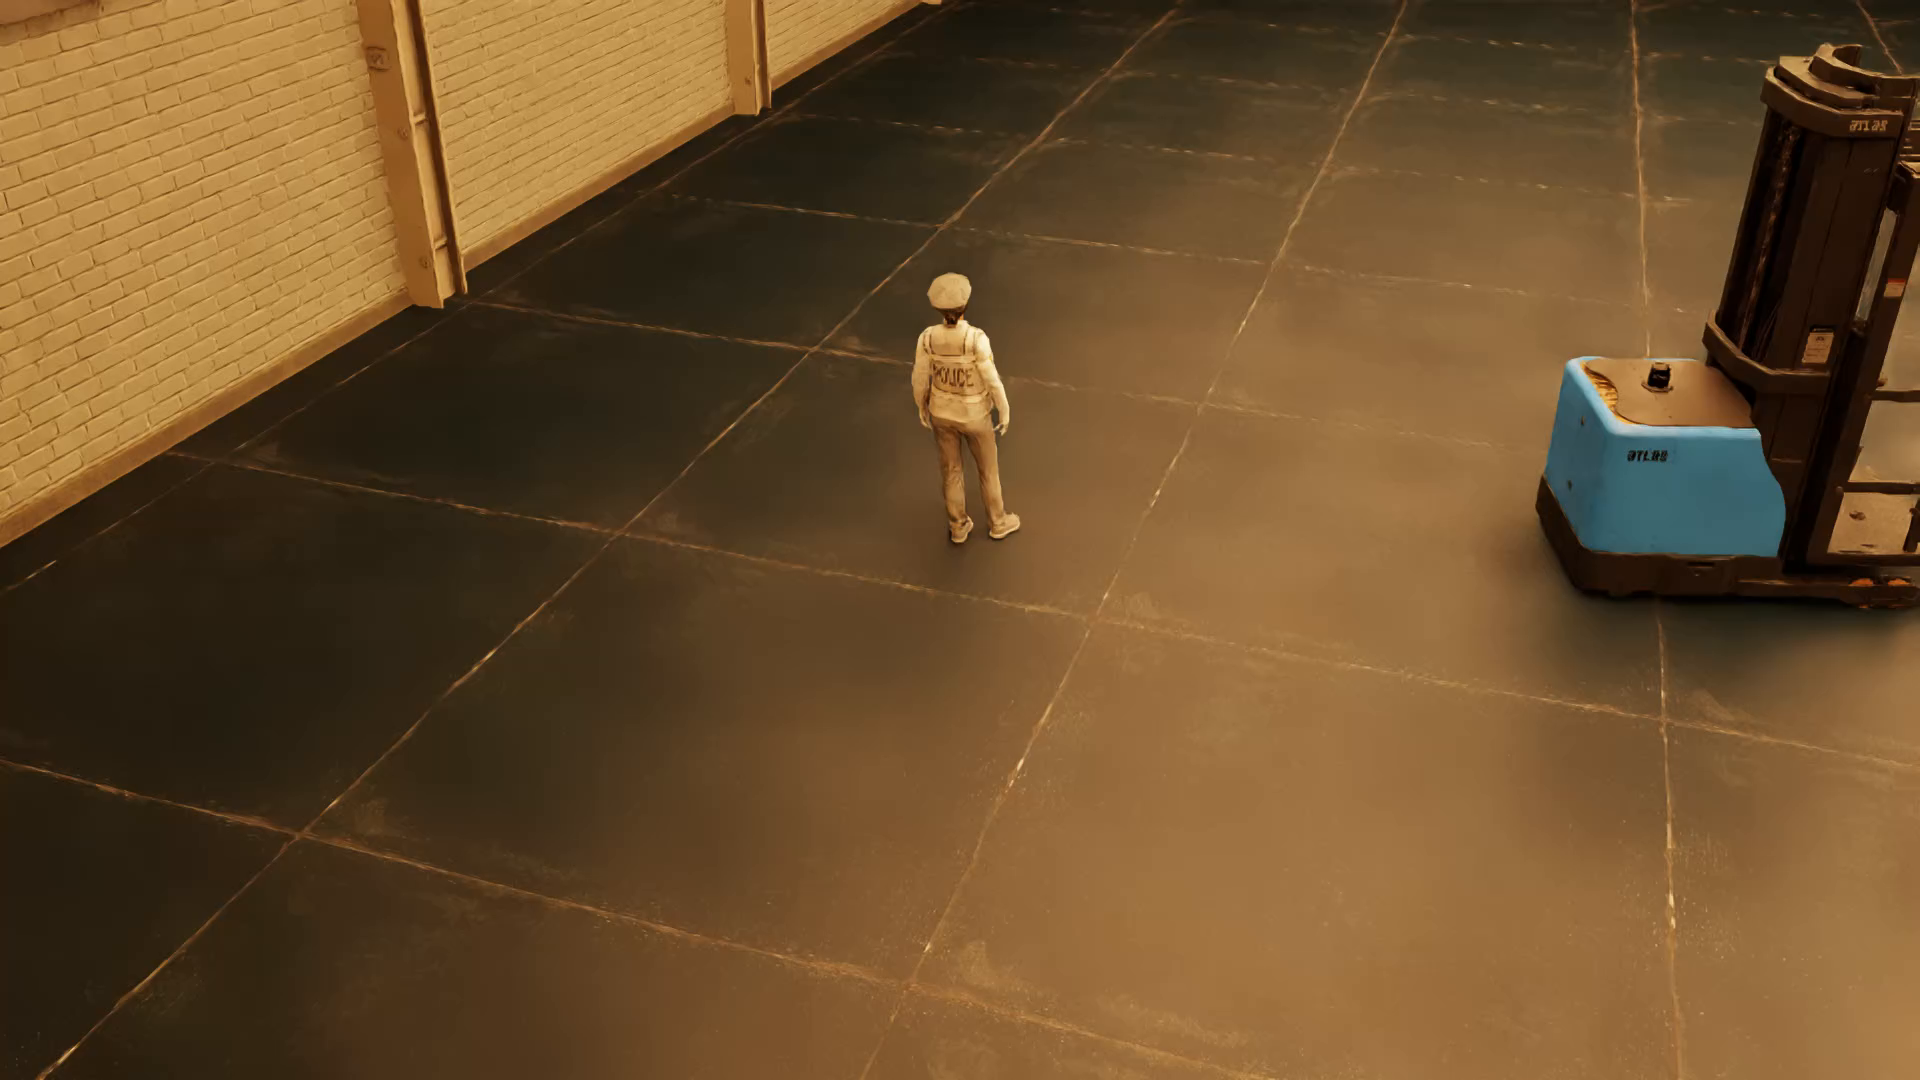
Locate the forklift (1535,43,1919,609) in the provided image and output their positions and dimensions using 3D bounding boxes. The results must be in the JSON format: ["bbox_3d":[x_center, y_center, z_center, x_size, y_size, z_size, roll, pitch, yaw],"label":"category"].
[{"bbox_3d":[5.050,-1.154,9.161,3.031,2.935,1.130,1,30,3],"label":"forklift"}]

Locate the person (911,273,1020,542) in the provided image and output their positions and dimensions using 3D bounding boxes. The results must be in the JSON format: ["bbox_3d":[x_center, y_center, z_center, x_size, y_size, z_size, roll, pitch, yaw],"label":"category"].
[{"bbox_3d":[0.029,-0.773,9.726,0.586,1.695,0.533,10,31,16],"label":"person"}]
